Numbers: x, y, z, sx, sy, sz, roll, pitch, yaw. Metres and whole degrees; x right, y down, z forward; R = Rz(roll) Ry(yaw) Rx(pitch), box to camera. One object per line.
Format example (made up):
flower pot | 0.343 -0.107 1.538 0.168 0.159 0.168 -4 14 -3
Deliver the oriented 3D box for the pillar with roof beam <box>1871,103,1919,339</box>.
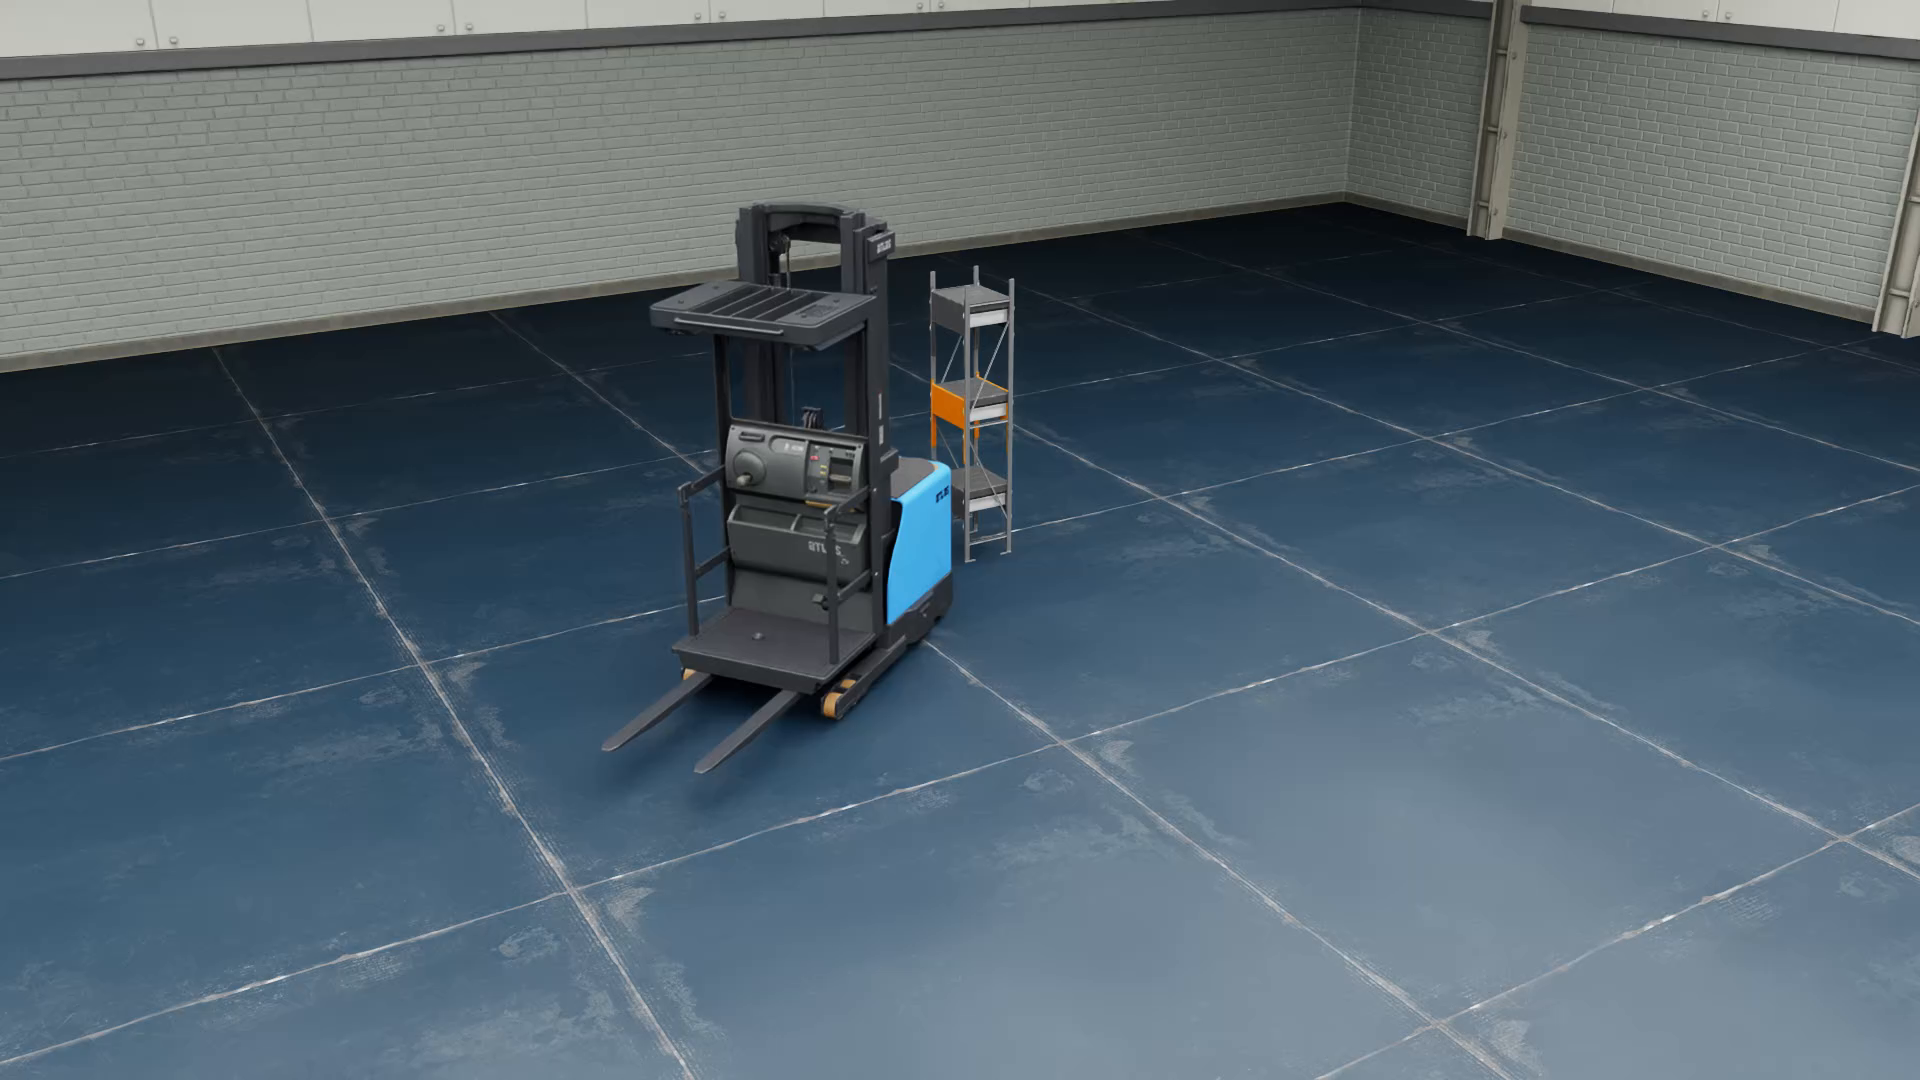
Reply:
pillar with roof beam | 6.701 -5.644 14.746 9.100 9.000 0.400 -13 25 -28

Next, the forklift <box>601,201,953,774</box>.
forklift | -1.103 -0.448 10.022 1.130 2.935 3.031 9 24 22

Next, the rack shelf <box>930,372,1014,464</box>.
rack shelf | 0.085 -0.906 12.289 0.431 0.518 0.480 -13 25 -28

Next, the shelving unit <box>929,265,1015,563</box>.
shelving unit | 0.085 -0.919 12.284 0.431 2.100 0.503 -13 25 -28

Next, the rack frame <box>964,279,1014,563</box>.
rack frame | 0.209 -0.840 12.090 0.400 2.100 0.015 -13 25 -28

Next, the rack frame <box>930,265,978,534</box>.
rack frame | -0.040 -0.998 12.479 0.400 2.100 0.015 -13 25 -28

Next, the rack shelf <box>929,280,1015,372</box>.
rack shelf | 0.085 -1.555 12.026 0.431 0.518 0.480 -13 25 -28

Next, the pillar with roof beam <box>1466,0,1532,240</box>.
pillar with roof beam | 3.637 -7.586 19.524 9.100 9.000 0.400 -13 25 -28

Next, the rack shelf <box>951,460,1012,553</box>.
rack shelf | 0.085 -0.258 12.553 0.431 0.518 0.480 -13 25 -28
